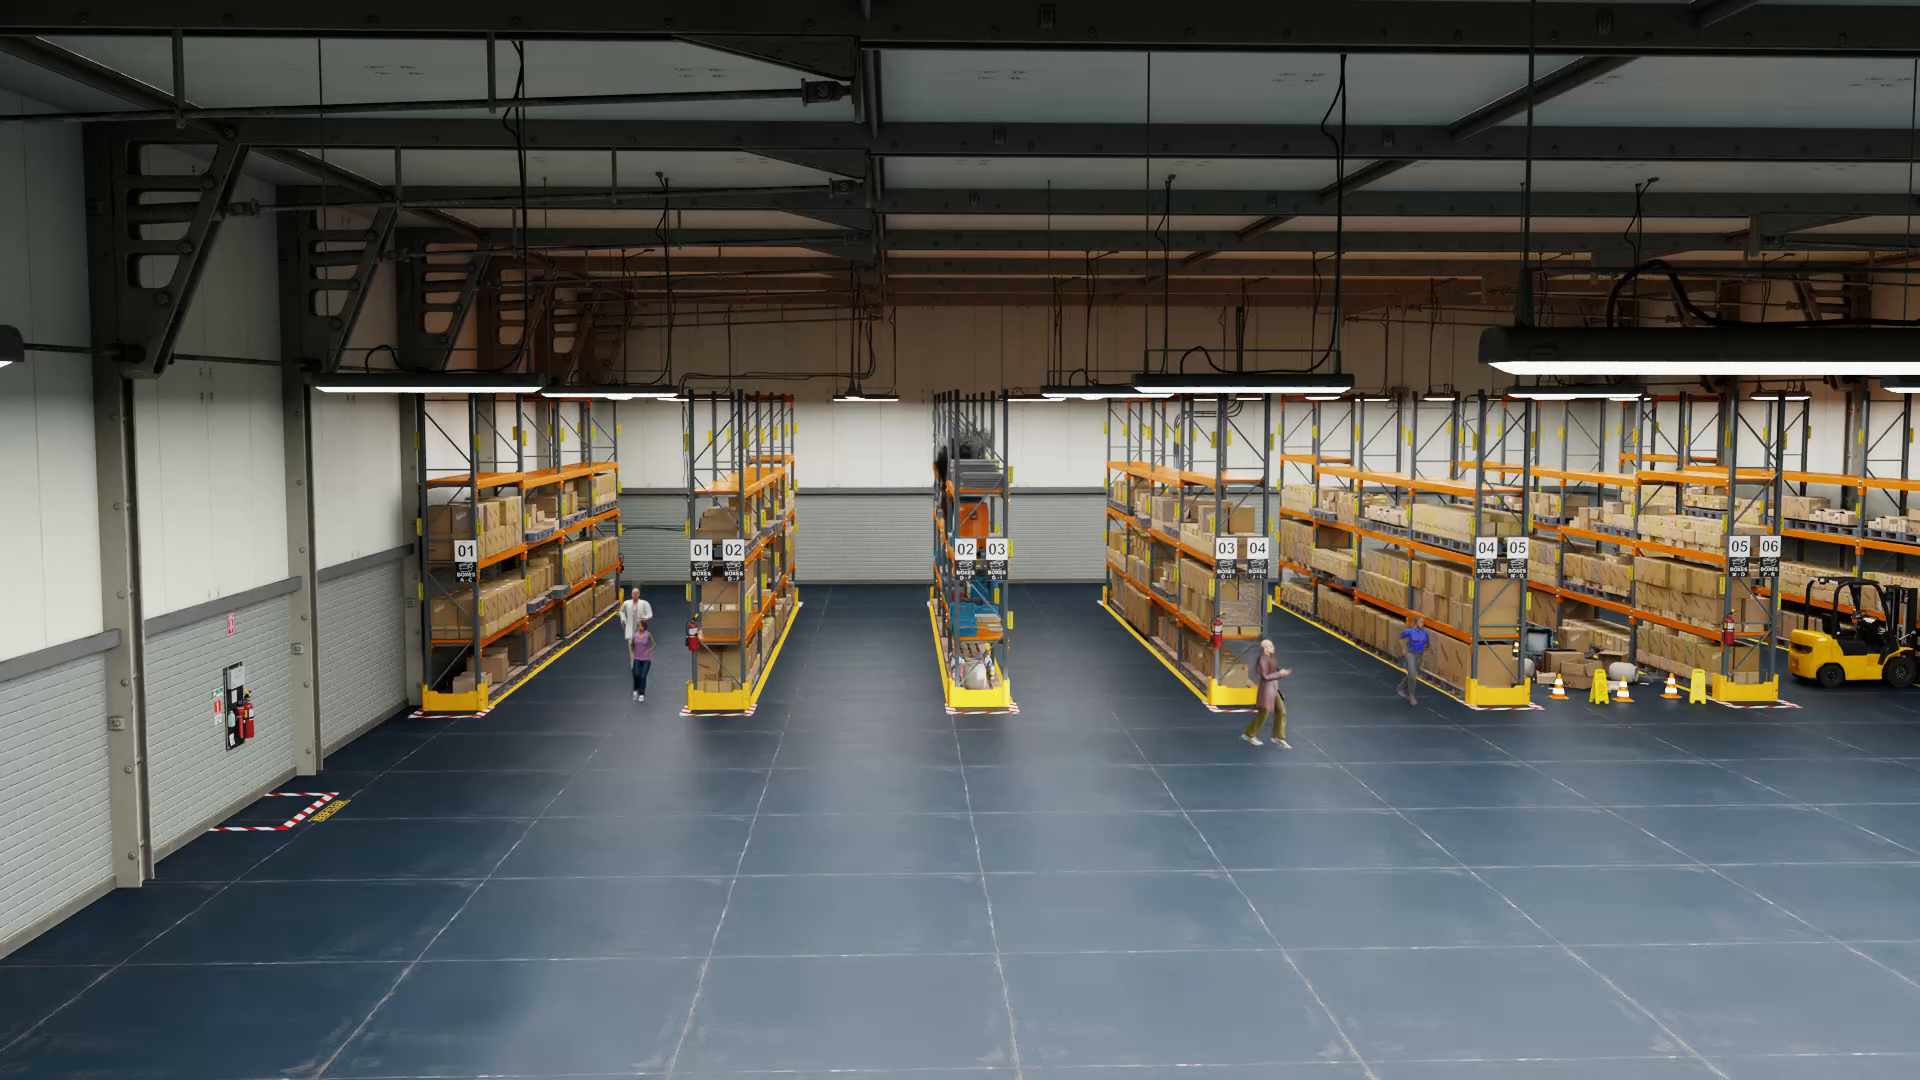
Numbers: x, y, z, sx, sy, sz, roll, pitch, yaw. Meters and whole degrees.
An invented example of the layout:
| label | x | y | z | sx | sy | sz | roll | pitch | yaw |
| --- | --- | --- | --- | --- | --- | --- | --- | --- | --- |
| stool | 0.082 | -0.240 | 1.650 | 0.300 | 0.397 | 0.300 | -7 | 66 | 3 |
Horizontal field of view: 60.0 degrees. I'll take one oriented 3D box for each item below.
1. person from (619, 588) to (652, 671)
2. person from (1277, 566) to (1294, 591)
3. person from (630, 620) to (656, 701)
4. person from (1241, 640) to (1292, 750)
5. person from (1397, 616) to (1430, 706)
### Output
| label | x | y | z | sx | sy | sz | roll | pitch | yaw |
| --- | --- | --- | --- | --- | --- | --- | --- | --- | --- |
| person | -7.015 | 1.919 | 35.951 | 0.720 | 1.746 | 0.912 | -1 | 5 | -7 |
| person | 9.676 | 0.896 | 49.167 | 0.892 | 1.630 | 0.738 | 2 | 5 | 24 |
| person | -6.151 | 2.331 | 32.121 | 0.531 | 1.551 | 0.515 | 0 | 5 | 2 |
| person | 5.103 | 2.568 | 27.656 | 0.831 | 1.831 | 0.685 | 2 | 5 | 26 |
| person | 8.766 | 2.298 | 32.047 | 0.600 | 1.673 | 0.860 | -2 | 5 | -20 |
